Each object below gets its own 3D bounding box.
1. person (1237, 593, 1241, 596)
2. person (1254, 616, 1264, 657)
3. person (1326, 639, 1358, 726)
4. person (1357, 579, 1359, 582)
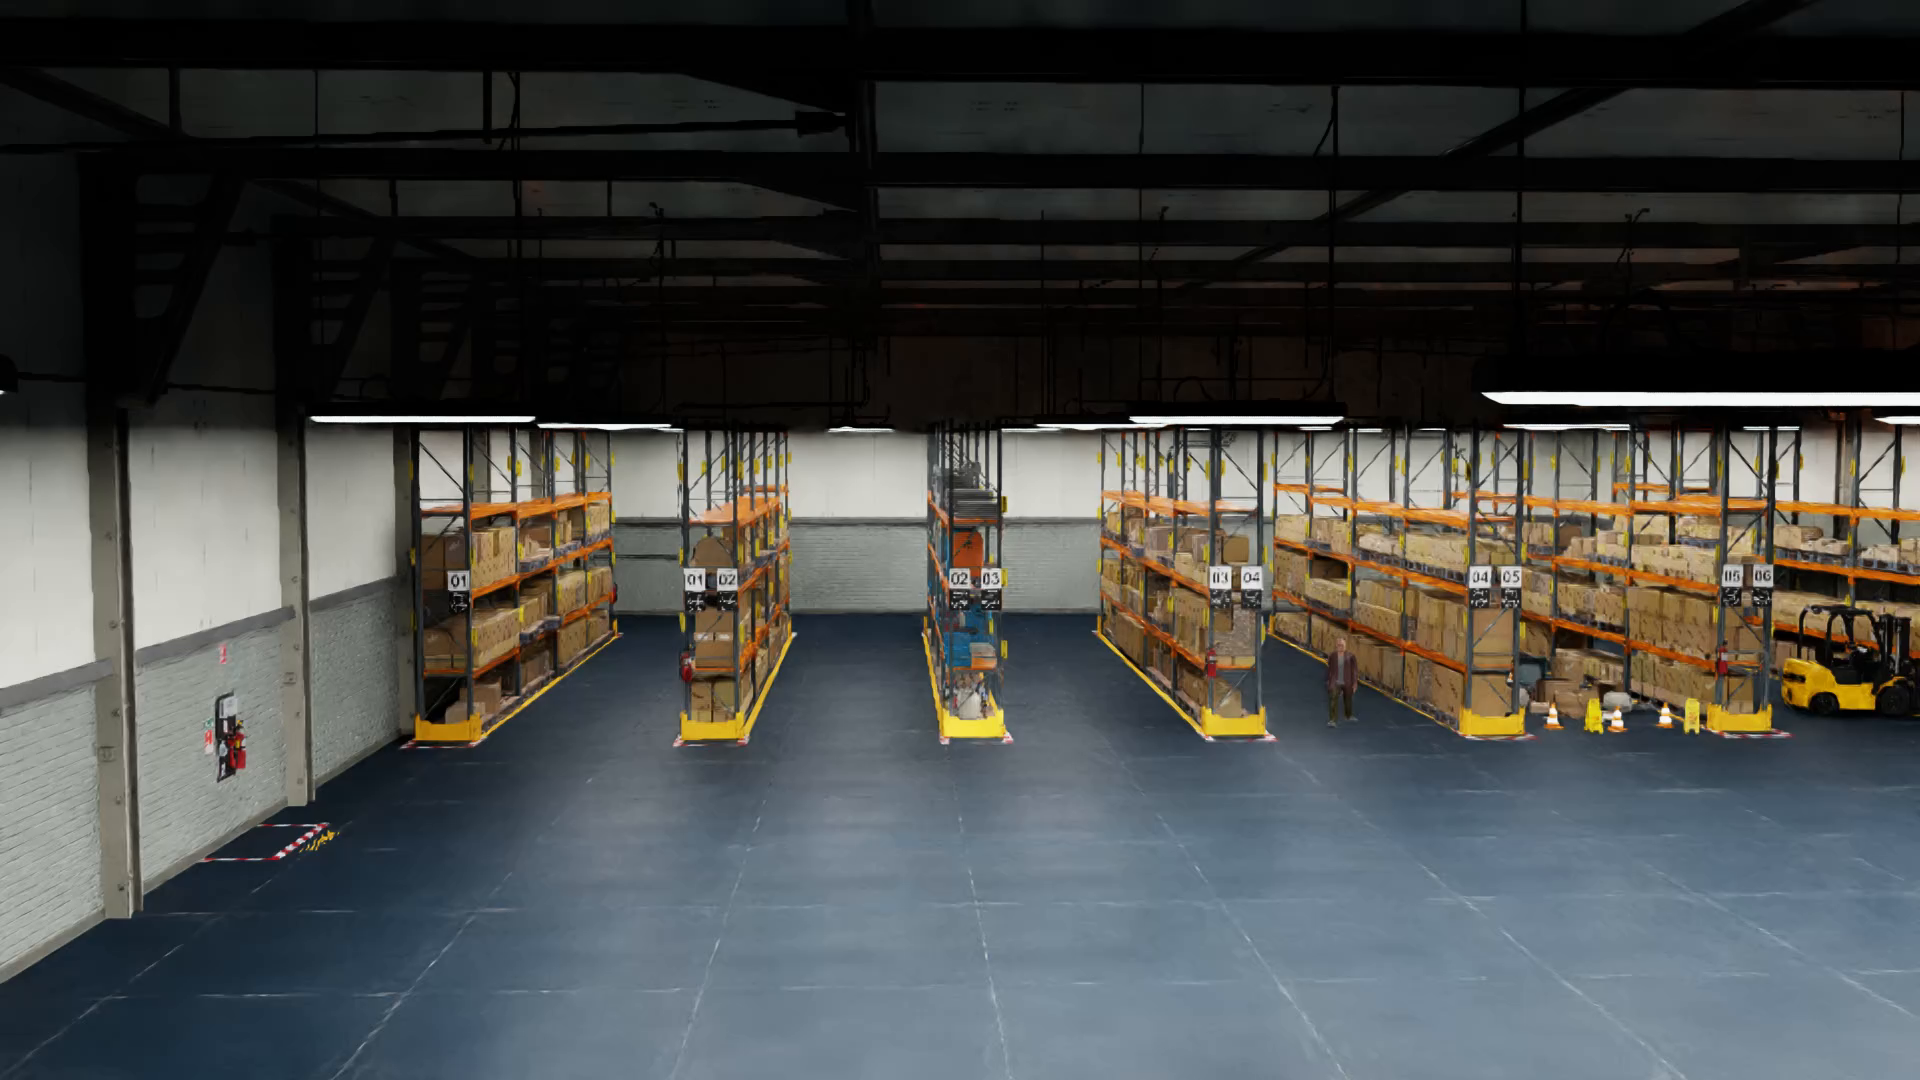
[{"bbox_3d":[7.527,1.958,44.648,0.538,1.788,0.626,1,4,15],"label":"person"},{"bbox_3d":[7.141,2.330,40.199,0.489,1.587,1.075,0,4,-5],"label":"person"},{"bbox_3d":[7.495,2.785,32.613,0.634,1.705,1.045,1,4,18],"label":"person"},{"bbox_3d":[11.146,1.897,46.476,0.569,1.668,0.560,2,4,30],"label":"person"}]
